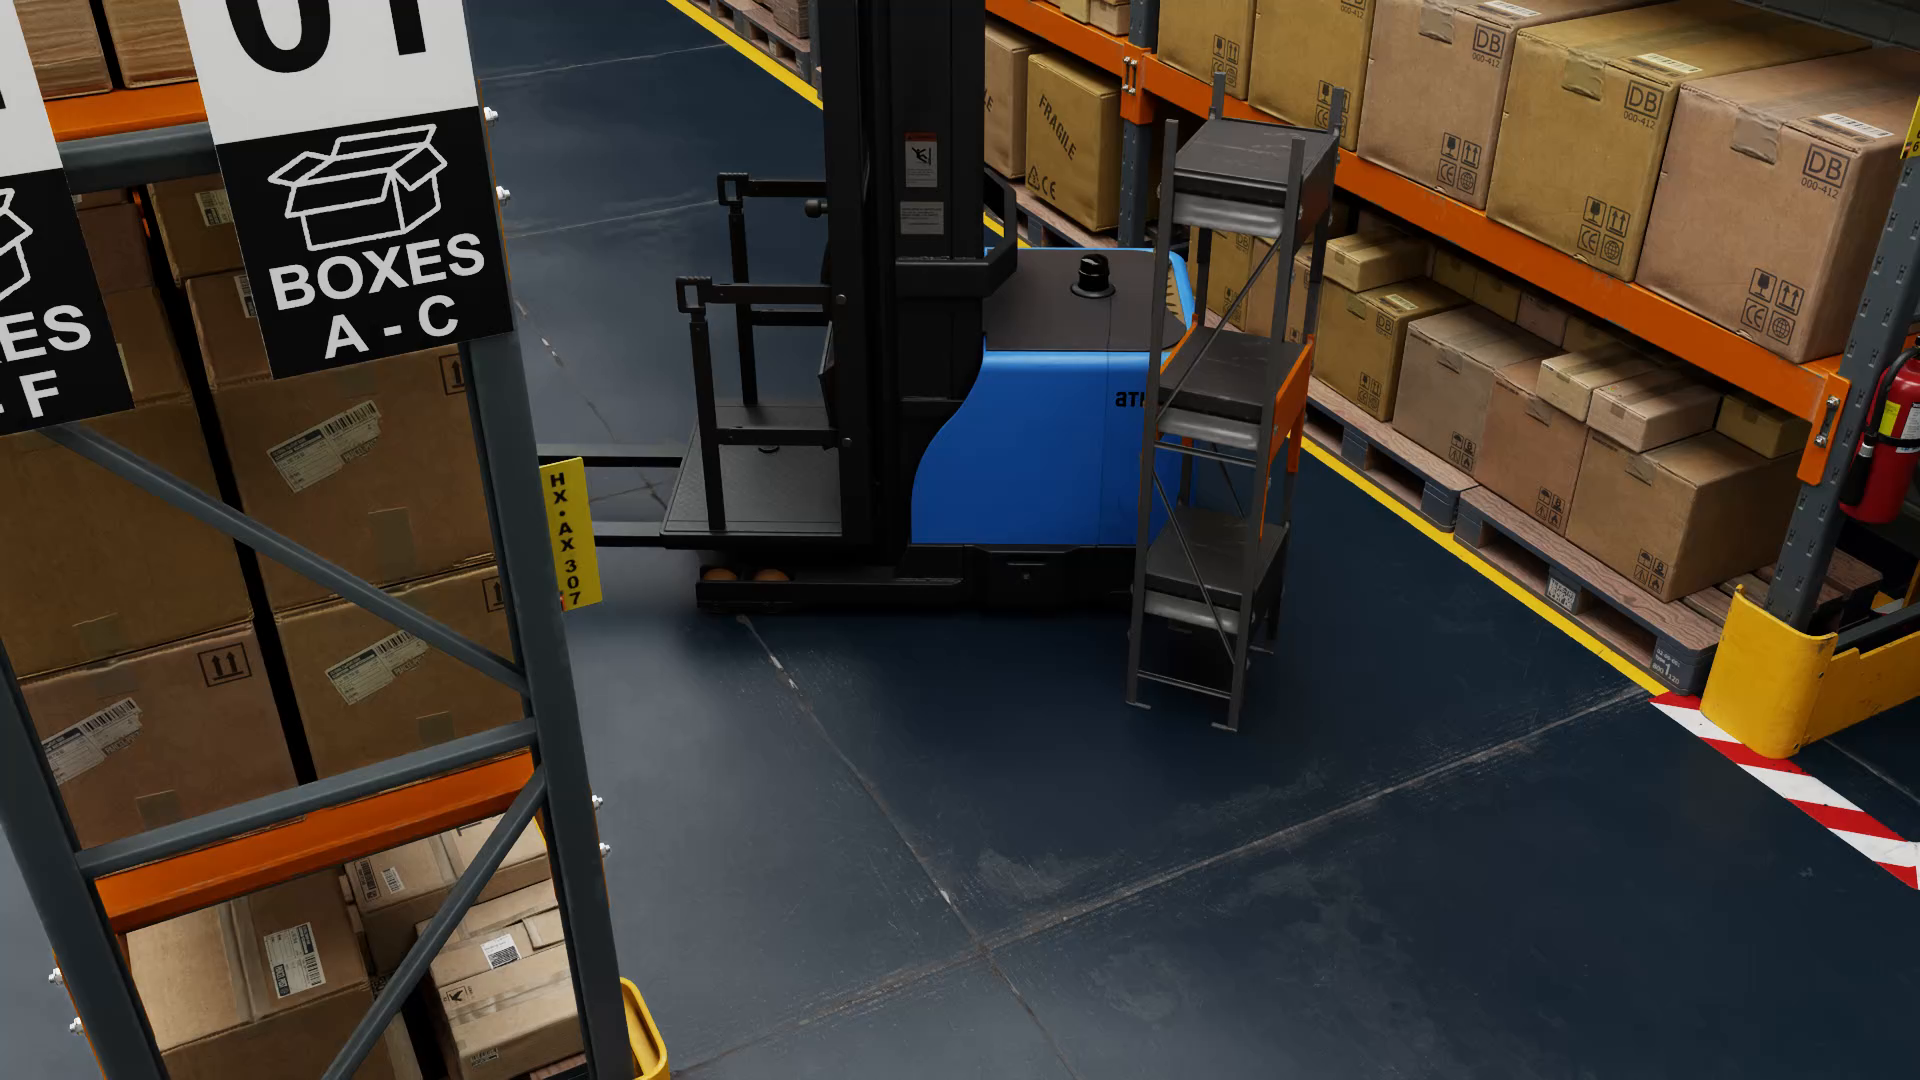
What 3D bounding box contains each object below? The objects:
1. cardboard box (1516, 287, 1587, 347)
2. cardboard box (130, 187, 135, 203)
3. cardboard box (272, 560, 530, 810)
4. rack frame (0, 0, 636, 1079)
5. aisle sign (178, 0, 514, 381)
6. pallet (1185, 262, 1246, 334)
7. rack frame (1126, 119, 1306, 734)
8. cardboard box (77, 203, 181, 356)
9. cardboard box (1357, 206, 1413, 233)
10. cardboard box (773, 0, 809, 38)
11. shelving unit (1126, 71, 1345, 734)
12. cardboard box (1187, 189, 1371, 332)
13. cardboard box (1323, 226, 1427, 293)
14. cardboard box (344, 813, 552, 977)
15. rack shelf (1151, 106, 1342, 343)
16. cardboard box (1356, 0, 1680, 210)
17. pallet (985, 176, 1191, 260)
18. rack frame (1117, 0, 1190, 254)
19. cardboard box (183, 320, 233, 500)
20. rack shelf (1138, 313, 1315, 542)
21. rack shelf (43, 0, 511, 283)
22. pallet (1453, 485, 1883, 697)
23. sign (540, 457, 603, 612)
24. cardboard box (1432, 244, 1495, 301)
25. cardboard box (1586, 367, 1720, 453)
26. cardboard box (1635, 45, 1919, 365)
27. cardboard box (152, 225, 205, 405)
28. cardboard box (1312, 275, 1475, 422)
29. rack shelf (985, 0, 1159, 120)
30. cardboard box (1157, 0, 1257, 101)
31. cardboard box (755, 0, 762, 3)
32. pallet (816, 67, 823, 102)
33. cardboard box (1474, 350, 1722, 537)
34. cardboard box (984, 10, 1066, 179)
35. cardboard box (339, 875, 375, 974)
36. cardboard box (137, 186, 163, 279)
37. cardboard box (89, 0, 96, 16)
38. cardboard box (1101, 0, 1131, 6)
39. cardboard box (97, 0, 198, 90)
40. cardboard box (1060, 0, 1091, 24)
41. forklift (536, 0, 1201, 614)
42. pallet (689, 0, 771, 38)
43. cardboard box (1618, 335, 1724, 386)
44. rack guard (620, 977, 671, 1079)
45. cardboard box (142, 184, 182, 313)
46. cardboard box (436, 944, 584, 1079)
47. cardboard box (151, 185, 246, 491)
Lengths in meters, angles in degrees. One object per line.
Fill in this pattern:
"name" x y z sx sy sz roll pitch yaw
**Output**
"cardboard box" 2.498 -0.931 6.750 0.380 0.149 0.250 -15 36 -22
"cardboard box" -2.857 -0.900 5.281 0.500 0.500 0.500 -15 36 -22
"cardboard box" -1.204 0.176 3.603 0.500 0.500 0.500 -15 36 -22
"rack frame" -1.227 0.495 3.197 0.949 2.616 0.053 -16 36 -23
"aisle sign" -0.939 -0.640 2.559 0.394 0.787 0.004 -16 36 -23
"pallet" 1.571 -1.104 8.278 1.003 0.211 1.213 -16 36 -23
"rack frame" 0.769 -0.265 5.218 0.400 2.100 0.015 13 35 20
"cardboard box" -1.917 -0.351 3.498 0.500 0.500 0.500 -15 36 -22
"cardboard box" 2.022 -1.418 7.510 0.380 0.149 0.250 -17 36 -25
"cardboard box" -0.961 -4.033 12.174 0.700 0.500 0.500 -15 36 -22
"shelving unit" 0.866 -0.386 5.406 0.431 2.100 0.503 13 35 20
"cardboard box" 1.543 -1.403 8.086 0.700 0.500 0.500 -15 36 -23
"cardboard box" 1.785 -1.217 7.196 0.380 0.149 0.250 -17 36 -24
"cardboard box" -1.466 0.899 4.707 0.500 0.250 0.500 -16 36 -23
"rack shelf" 0.866 -0.964 5.036 0.431 0.518 0.480 13 35 20
"cardboard box" 2.207 -1.830 6.547 0.980 0.700 0.700 -18 37 -25
"pallet" 0.859 -1.836 9.420 1.003 0.211 1.213 -16 36 -23
"rack frame" 1.285 -2.661 8.123 1.000 3.000 0.127 -16 36 -23
"cardboard box" -1.681 -0.310 4.360 0.500 0.500 0.500 -16 36 -23
"rack shelf" 0.866 -0.375 5.413 0.431 0.518 0.480 13 35 20
"rack shelf" -2.163 -1.419 4.070 1.077 0.370 4.000 -16 36 -23
"pallet" 2.708 0.060 6.460 1.003 0.211 1.213 -16 36 -23
"sign" -0.750 -0.005 3.175 0.100 0.325 0.005 -16 36 -23
"cardboard box" 2.260 -1.174 7.129 0.380 0.149 0.250 -17 36 -24
"cardboard box" 2.514 -0.474 6.035 0.380 0.149 0.250 -16 36 -24
"cardboard box" 2.904 -1.119 5.438 0.980 0.700 0.700 -14 35 -21
"cardboard box" -2.152 -0.791 5.111 0.500 0.500 0.500 -15 36 -22
"cardboard box" 2.012 -0.916 7.328 0.700 0.500 0.500 -15 36 -22
"rack shelf" 0.353 -3.312 9.807 1.077 0.370 4.000 -16 36 -23
"cardboard box" 1.524 -2.524 7.631 0.980 0.700 0.700 -15 36 -22
"cardboard box" -1.355 -4.538 12.962 0.700 0.500 0.500 -16 36 -23
"pallet" -0.279 -3.000 11.238 1.003 0.211 1.213 -16 36 -23
"cardboard box" 2.502 -0.424 6.559 0.700 0.500 0.500 -16 36 -23
"cardboard box" 0.450 -2.633 9.683 0.750 0.750 0.750 -15 35 -22
"cardboard box" -1.811 1.090 4.487 0.380 0.166 0.250 -16 36 -23
"cardboard box" -2.635 -1.281 5.877 0.500 0.500 0.500 -15 36 -22
"cardboard box" -1.926 -1.124 3.083 0.500 0.250 0.500 -16 36 -23
"cardboard box" 0.847 -2.994 8.255 0.500 0.500 0.500 -16 36 -24
"cardboard box" -1.245 -1.013 2.909 0.500 0.250 0.500 -16 36 -23
"cardboard box" 0.739 -2.768 8.504 0.380 0.149 0.250 -15 36 -22
"forklift" -0.624 -1.240 5.969 3.031 2.935 1.130 1 33 1
"pallet" -1.508 -4.350 13.345 1.003 0.211 1.213 -16 36 -23
"cardboard box" 2.734 -0.690 6.374 0.380 0.149 0.250 -16 36 -23
"rack guard" -1.266 1.512 3.927 1.175 0.500 0.348 -16 36 -23
"cardboard box" -1.921 -0.975 4.472 0.500 0.500 0.500 -16 36 -24
"cardboard box" -1.121 1.225 4.293 0.380 0.149 0.250 -16 36 -23
"cardboard box" -1.454 -0.493 3.719 0.500 0.500 0.500 -15 36 -23
